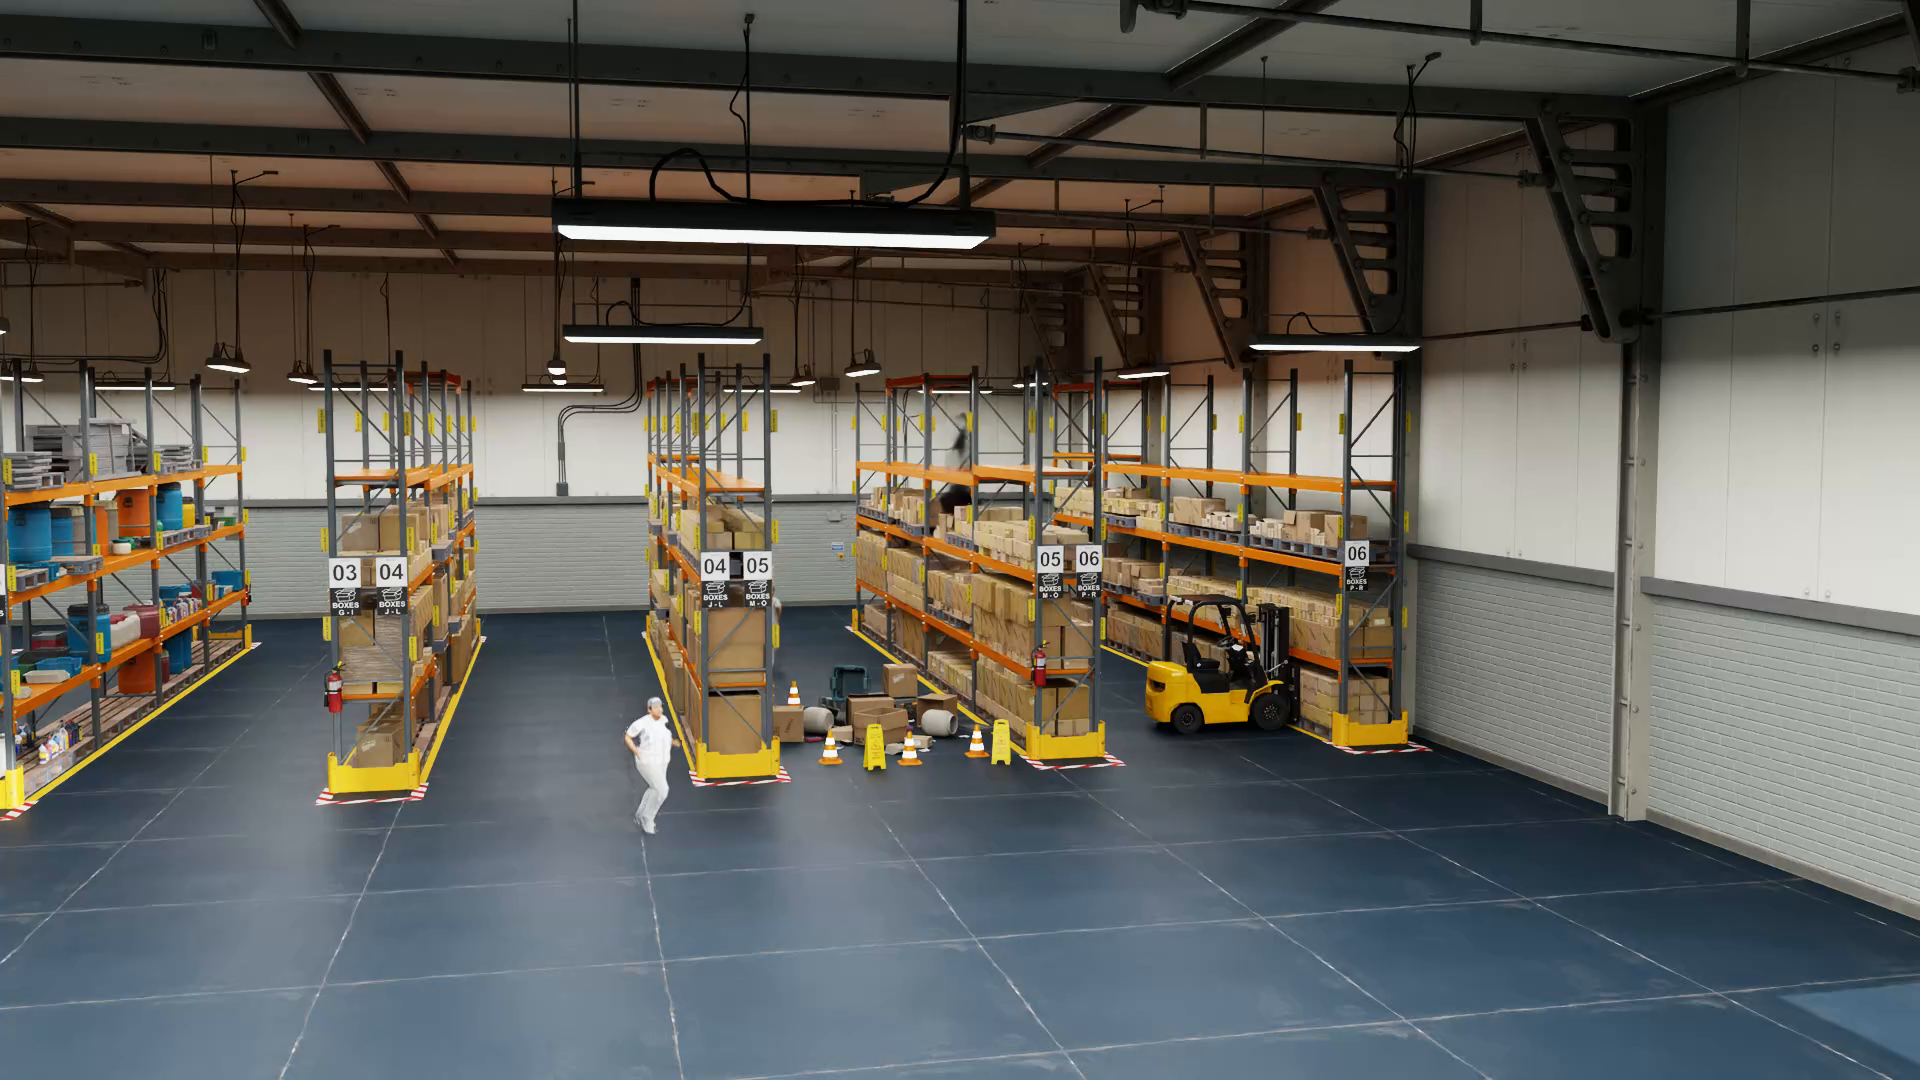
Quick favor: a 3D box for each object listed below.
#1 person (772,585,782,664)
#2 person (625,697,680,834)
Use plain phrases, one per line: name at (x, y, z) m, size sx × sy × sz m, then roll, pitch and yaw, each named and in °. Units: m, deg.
person at (-3.950, 1.772, 34.404) m, size 0.552 × 1.692 × 0.895 m, roll 0°, pitch 4°, yaw -6°
person at (-3.742, 2.770, 20.455) m, size 0.680 × 1.692 × 0.576 m, roll 3°, pitch 5°, yaw 32°
